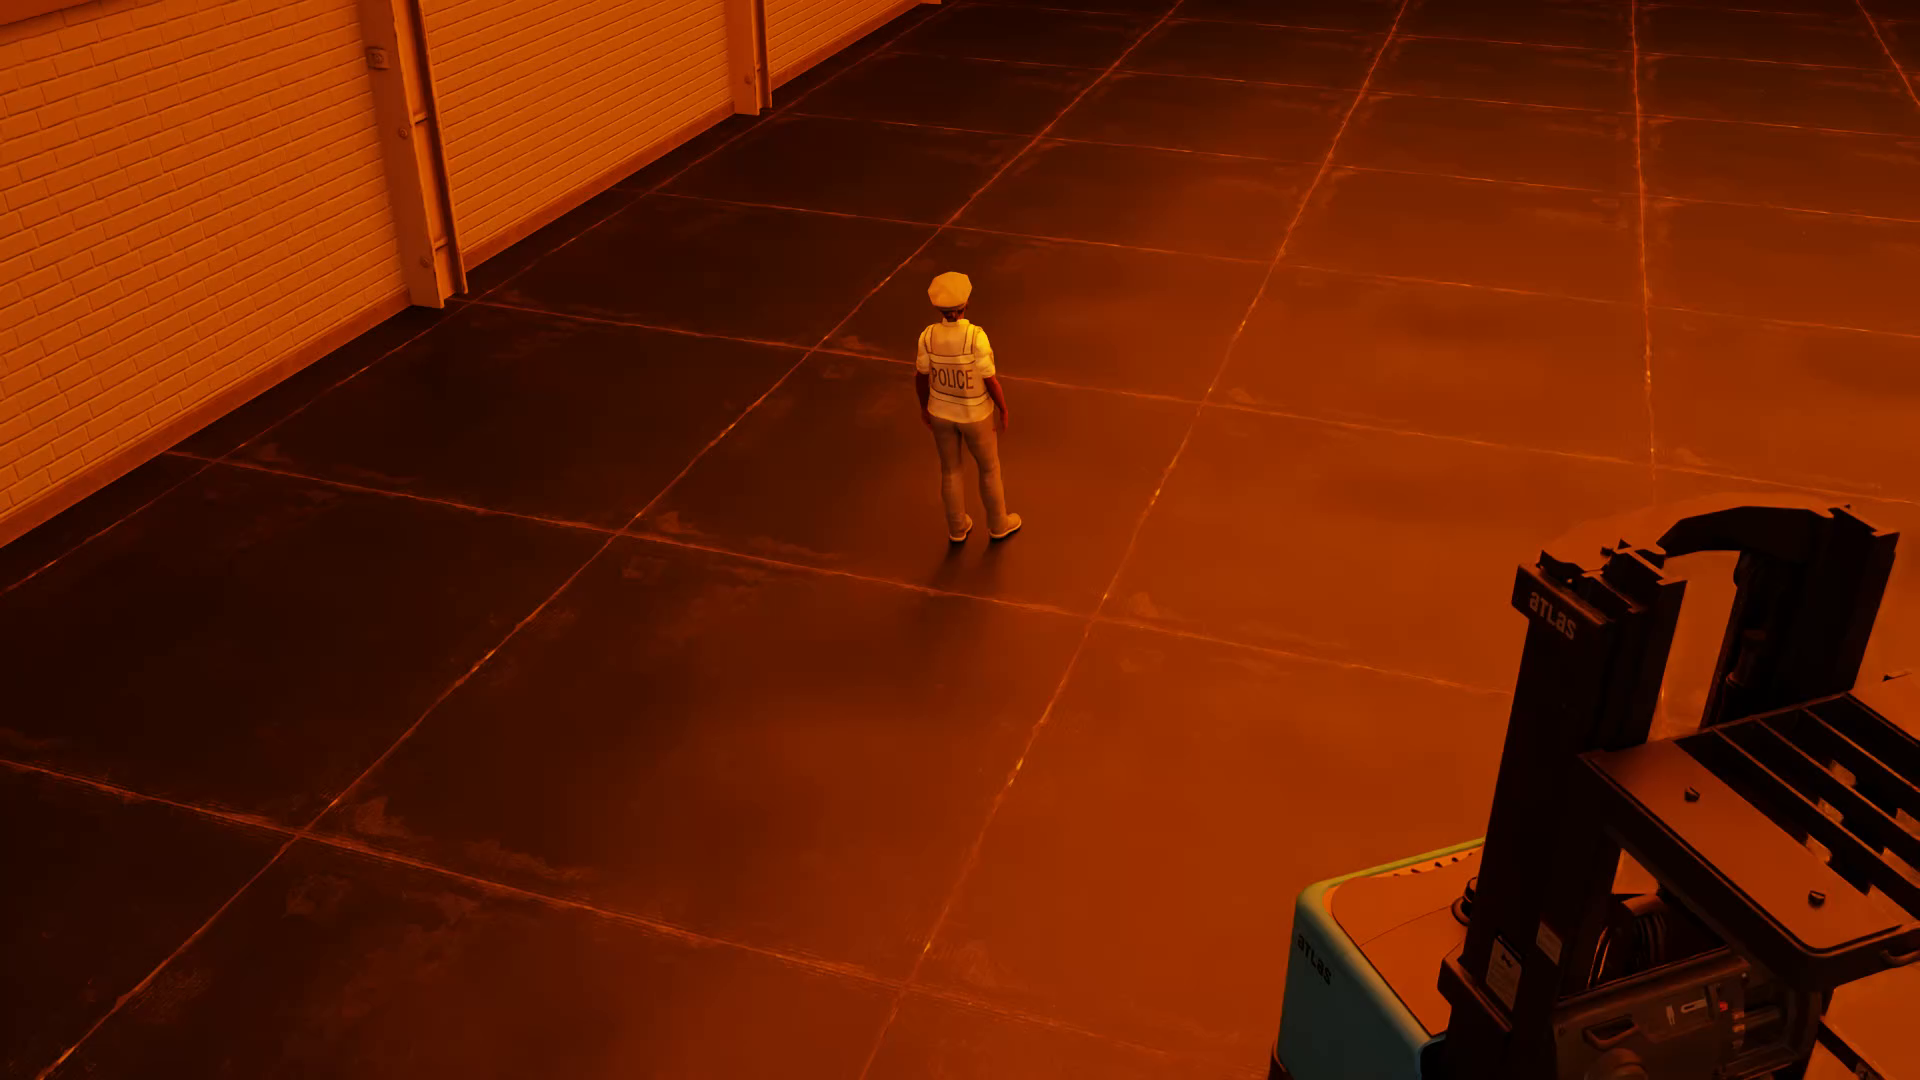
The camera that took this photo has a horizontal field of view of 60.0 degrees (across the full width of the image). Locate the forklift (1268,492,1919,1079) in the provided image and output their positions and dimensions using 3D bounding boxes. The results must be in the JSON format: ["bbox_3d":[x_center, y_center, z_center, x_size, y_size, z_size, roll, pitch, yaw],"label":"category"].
[{"bbox_3d":[2.148,1.471,4.555,1.130,2.935,3.031,-11,31,-18],"label":"forklift"}]

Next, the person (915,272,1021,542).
[{"bbox_3d":[0.043,-0.770,9.731,0.569,1.684,0.530,10,31,16],"label":"person"}]
